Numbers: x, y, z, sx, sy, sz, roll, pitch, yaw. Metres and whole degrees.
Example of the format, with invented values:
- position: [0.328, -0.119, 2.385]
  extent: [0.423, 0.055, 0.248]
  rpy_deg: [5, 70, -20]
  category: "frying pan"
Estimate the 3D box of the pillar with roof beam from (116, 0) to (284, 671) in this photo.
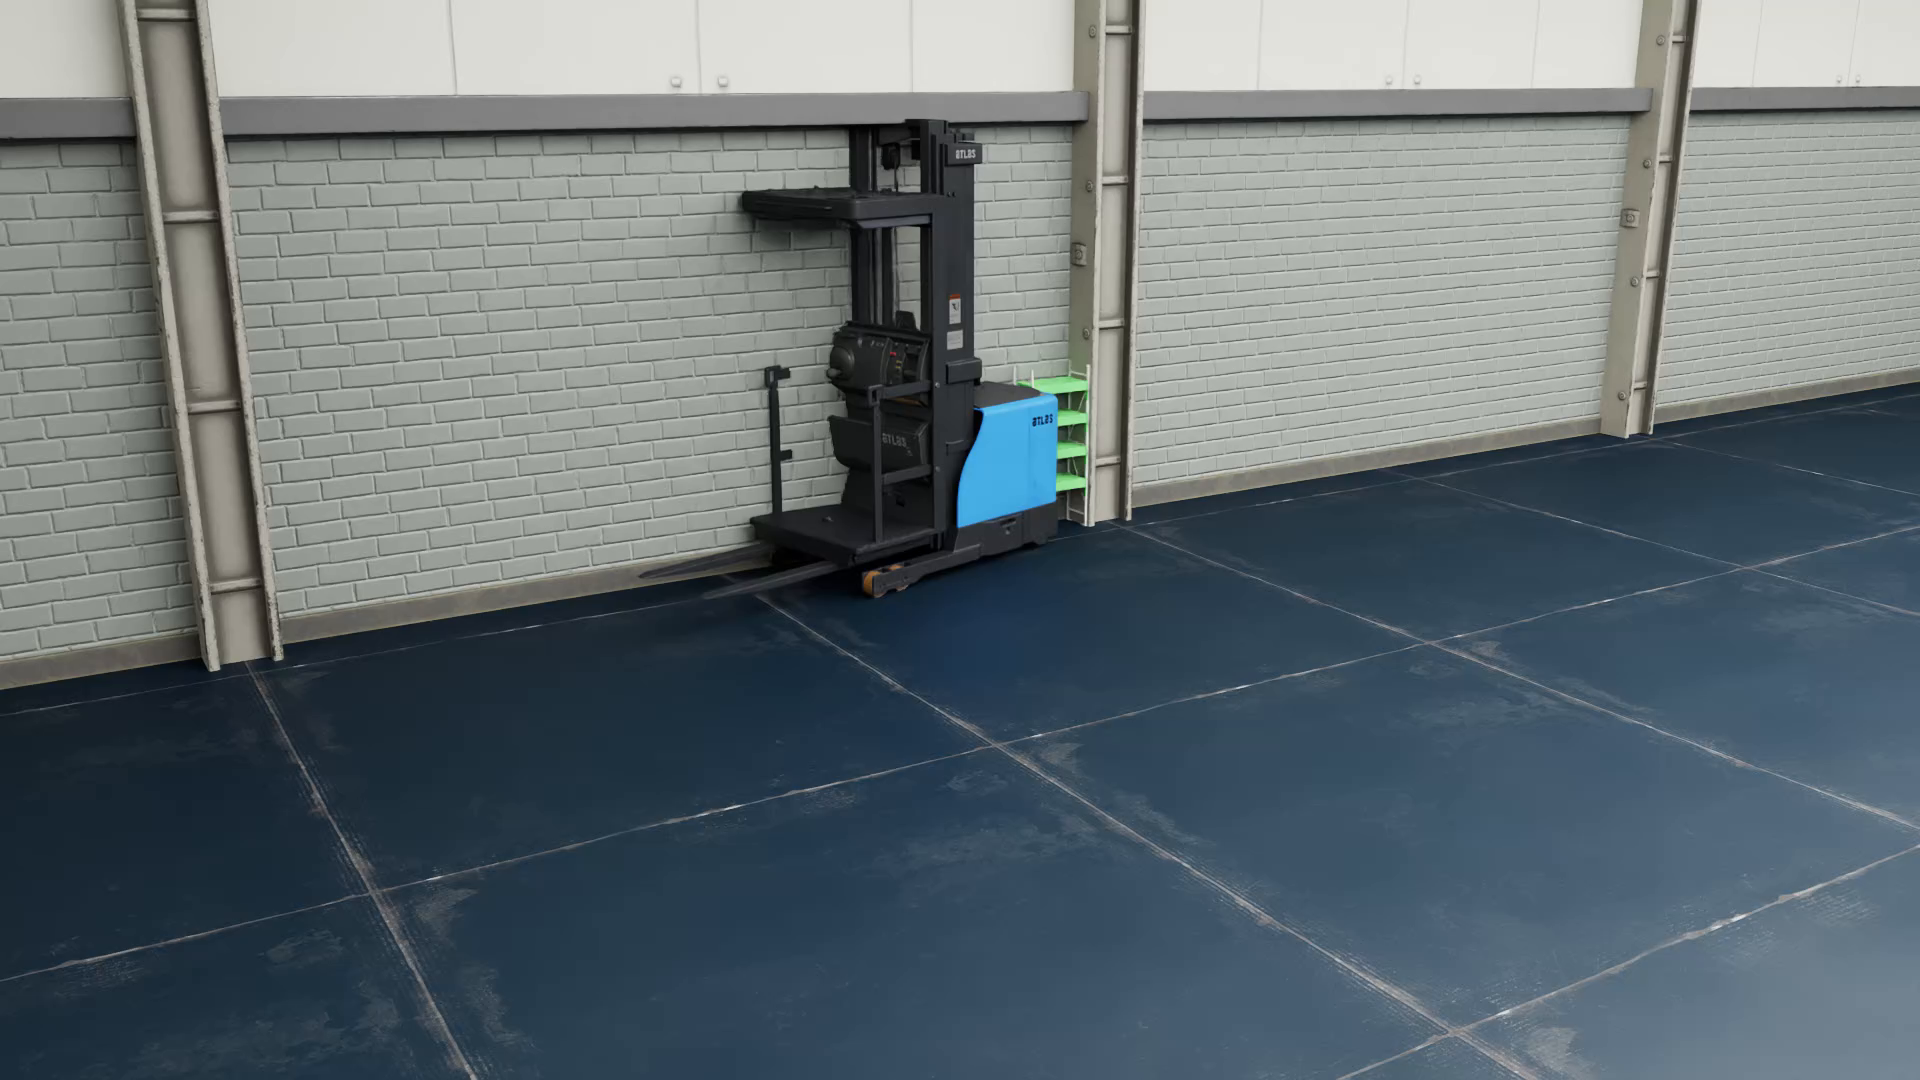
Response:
- position: [-1.887, -2.665, 4.744]
  extent: [0.400, 9.000, 9.100]
  rpy_deg: [-9, 18, -30]
  category: "pillar with roof beam"

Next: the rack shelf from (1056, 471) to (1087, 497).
- position: [0.660, -0.384, 12.176]
  extent: [0.480, 0.148, 0.258]
  rpy_deg: [-9, 18, -30]
  category: "rack shelf"

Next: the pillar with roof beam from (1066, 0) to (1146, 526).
- position: [3.257, -3.499, 7.720]
  extent: [0.400, 9.000, 9.100]
  rpy_deg: [-9, 18, -30]
  category: "pillar with roof beam"

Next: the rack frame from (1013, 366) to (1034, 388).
- position: [0.451, -0.644, 11.974]
  extent: [0.015, 1.200, 0.240]
  rpy_deg: [-9, 18, -30]
  category: "rack frame"

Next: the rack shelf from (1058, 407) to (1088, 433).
- position: [0.660, -0.847, 12.051]
  extent: [0.480, 0.148, 0.258]
  rpy_deg: [-9, 18, -30]
  category: "rack shelf"

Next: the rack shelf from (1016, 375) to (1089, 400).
- position: [0.659, -1.079, 11.988]
  extent: [0.480, 0.148, 0.258]
  rpy_deg: [-9, 18, -30]
  category: "rack shelf"

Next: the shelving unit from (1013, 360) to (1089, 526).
- position: [0.660, -0.677, 12.097]
  extent: [0.503, 1.200, 0.258]
  rpy_deg: [-9, 18, -30]
  category: "shelving unit"

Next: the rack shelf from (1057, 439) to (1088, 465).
- position: [0.660, -0.616, 12.114]
  extent: [0.480, 0.148, 0.258]
  rpy_deg: [-9, 18, -30]
  category: "rack shelf"

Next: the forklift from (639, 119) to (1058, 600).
- position: [-0.694, -1.202, 10.768]
  extent: [1.130, 2.935, 3.031]
  rpy_deg: [15, 21, 42]
  category: "forklift"

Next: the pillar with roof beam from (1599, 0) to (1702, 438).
- position: [8.400, -4.333, 10.695]
  extent: [0.400, 9.000, 9.100]
  rpy_deg: [-9, 18, -30]
  category: "pillar with roof beam"

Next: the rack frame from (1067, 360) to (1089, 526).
- position: [0.868, -0.711, 12.219]
  extent: [0.015, 1.200, 0.240]
  rpy_deg: [-9, 18, -30]
  category: "rack frame"
